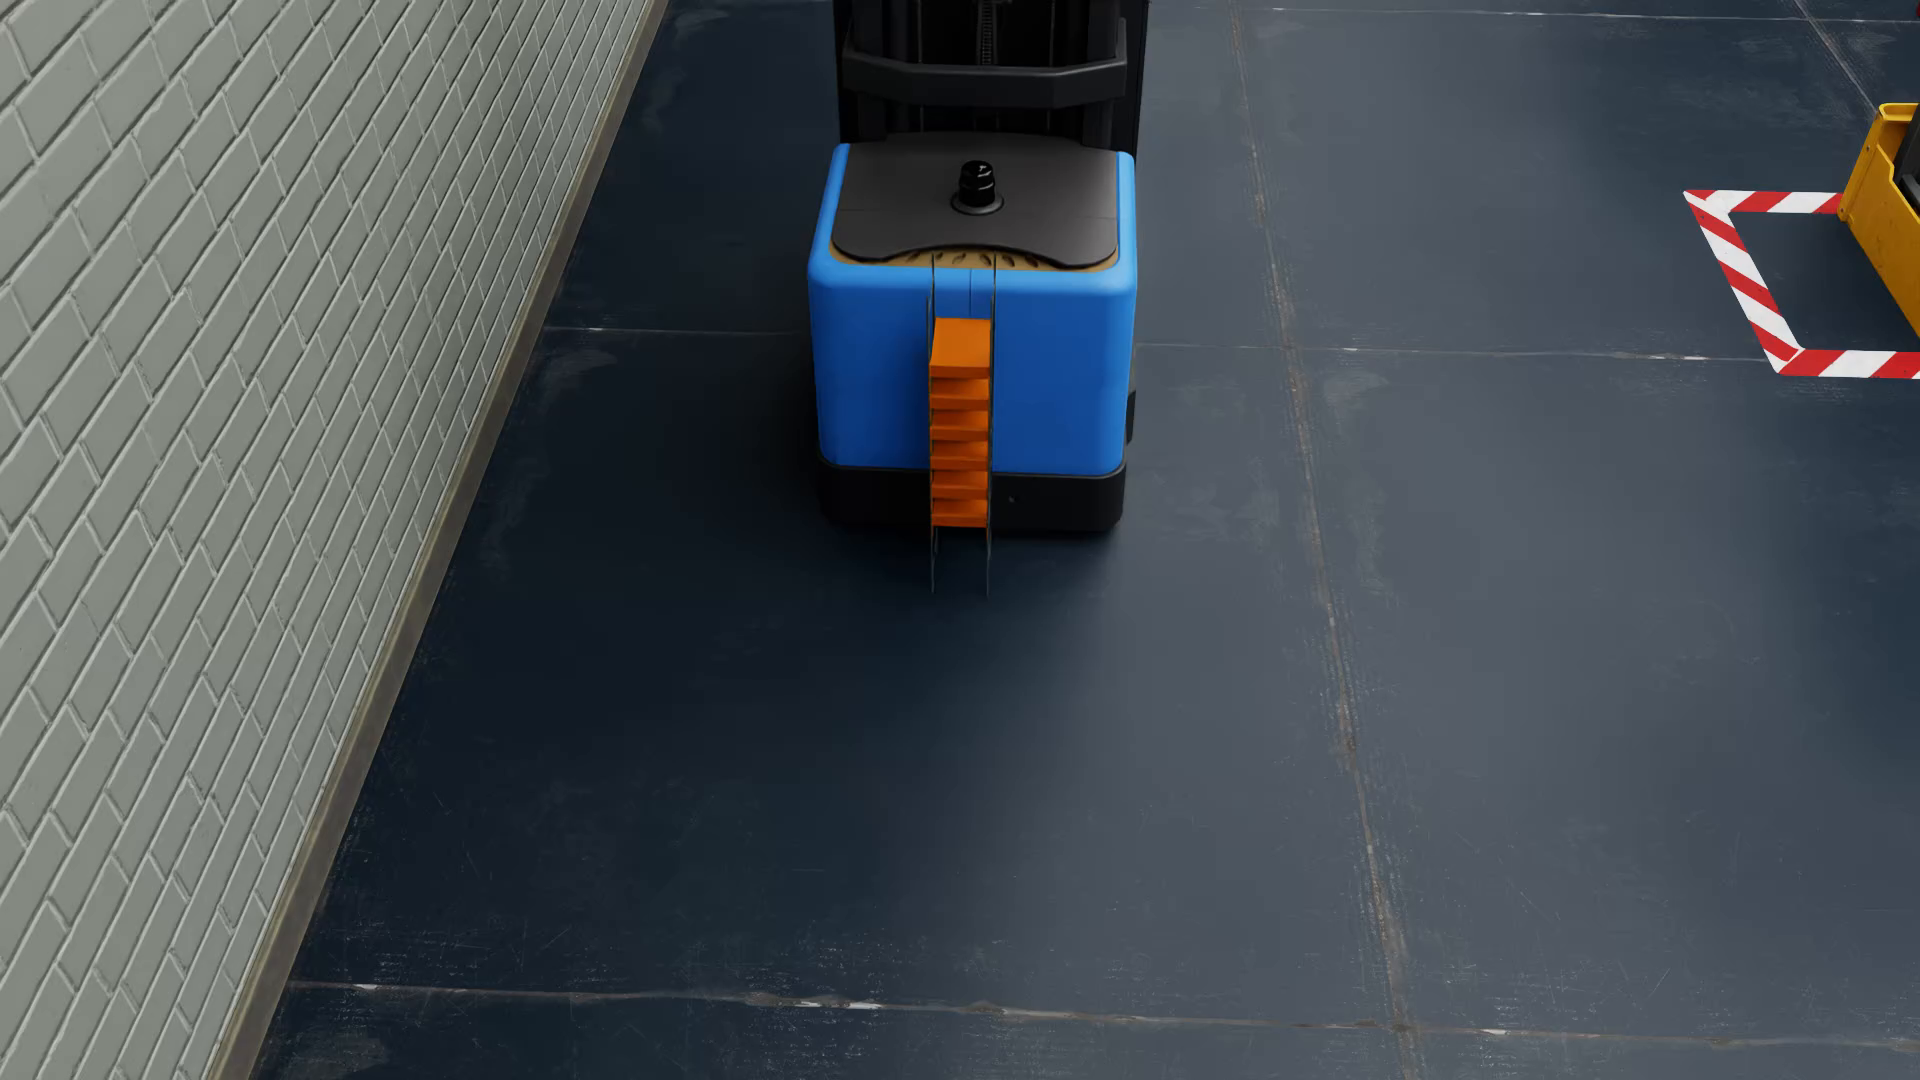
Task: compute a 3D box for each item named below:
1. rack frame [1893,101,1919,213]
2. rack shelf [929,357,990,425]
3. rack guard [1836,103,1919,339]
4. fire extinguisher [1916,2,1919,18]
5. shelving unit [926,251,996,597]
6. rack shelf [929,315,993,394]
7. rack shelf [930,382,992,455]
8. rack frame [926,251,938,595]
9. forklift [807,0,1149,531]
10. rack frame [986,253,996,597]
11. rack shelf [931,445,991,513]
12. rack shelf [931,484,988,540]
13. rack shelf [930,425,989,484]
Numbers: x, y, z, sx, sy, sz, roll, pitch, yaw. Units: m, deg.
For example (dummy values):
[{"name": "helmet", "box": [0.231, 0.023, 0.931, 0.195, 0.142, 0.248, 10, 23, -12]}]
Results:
[{"name": "rack frame", "box": [4.014, -2.174, 5.883, 0.127, 3.000, 1.000, 2, 43, 2]}, {"name": "rack shelf", "box": [0.005, -0.474, 5.090, 0.180, 0.103, 0.258, 2, 43, 3]}, {"name": "rack guard", "box": [3.989, -1.251, 6.726, 0.348, 0.500, 1.175, 2, 43, 2]}, {"name": "fire extinguisher", "box": [3.884, -2.323, 6.374, 0.183, 0.674, 0.296, 2, 43, 2]}, {"name": "shelving unit", "box": [0.005, -0.331, 5.224, 0.189, 1.200, 0.258, 2, 43, 3]}, {"name": "rack shelf", "box": [0.005, -0.561, 5.007, 0.180, 0.103, 0.258, 2, 43, 3]}, {"name": "rack shelf", "box": [0.005, -0.386, 5.172, 0.180, 0.103, 0.258, 2, 43, 3]}, {"name": "rack frame", "box": [-0.086, -0.335, 5.228, 0.006, 1.200, 0.240, 2, 43, 3]}, {"name": "forklift", "box": [0.121, -2.096, 5.850, 1.130, 2.935, 3.031, 2, 43, 3]}, {"name": "rack frame", "box": [0.097, -0.328, 5.220, 0.006, 1.200, 0.240, 2, 43, 3]}, {"name": "rack shelf", "box": [0.005, -0.212, 5.337, 0.180, 0.103, 0.258, 2, 43, 3]}, {"name": "rack shelf", "box": [0.006, -0.125, 5.419, 0.180, 0.103, 0.258, 2, 43, 3]}, {"name": "rack shelf", "box": [0.005, -0.299, 5.255, 0.180, 0.103, 0.258, 2, 43, 3]}]
